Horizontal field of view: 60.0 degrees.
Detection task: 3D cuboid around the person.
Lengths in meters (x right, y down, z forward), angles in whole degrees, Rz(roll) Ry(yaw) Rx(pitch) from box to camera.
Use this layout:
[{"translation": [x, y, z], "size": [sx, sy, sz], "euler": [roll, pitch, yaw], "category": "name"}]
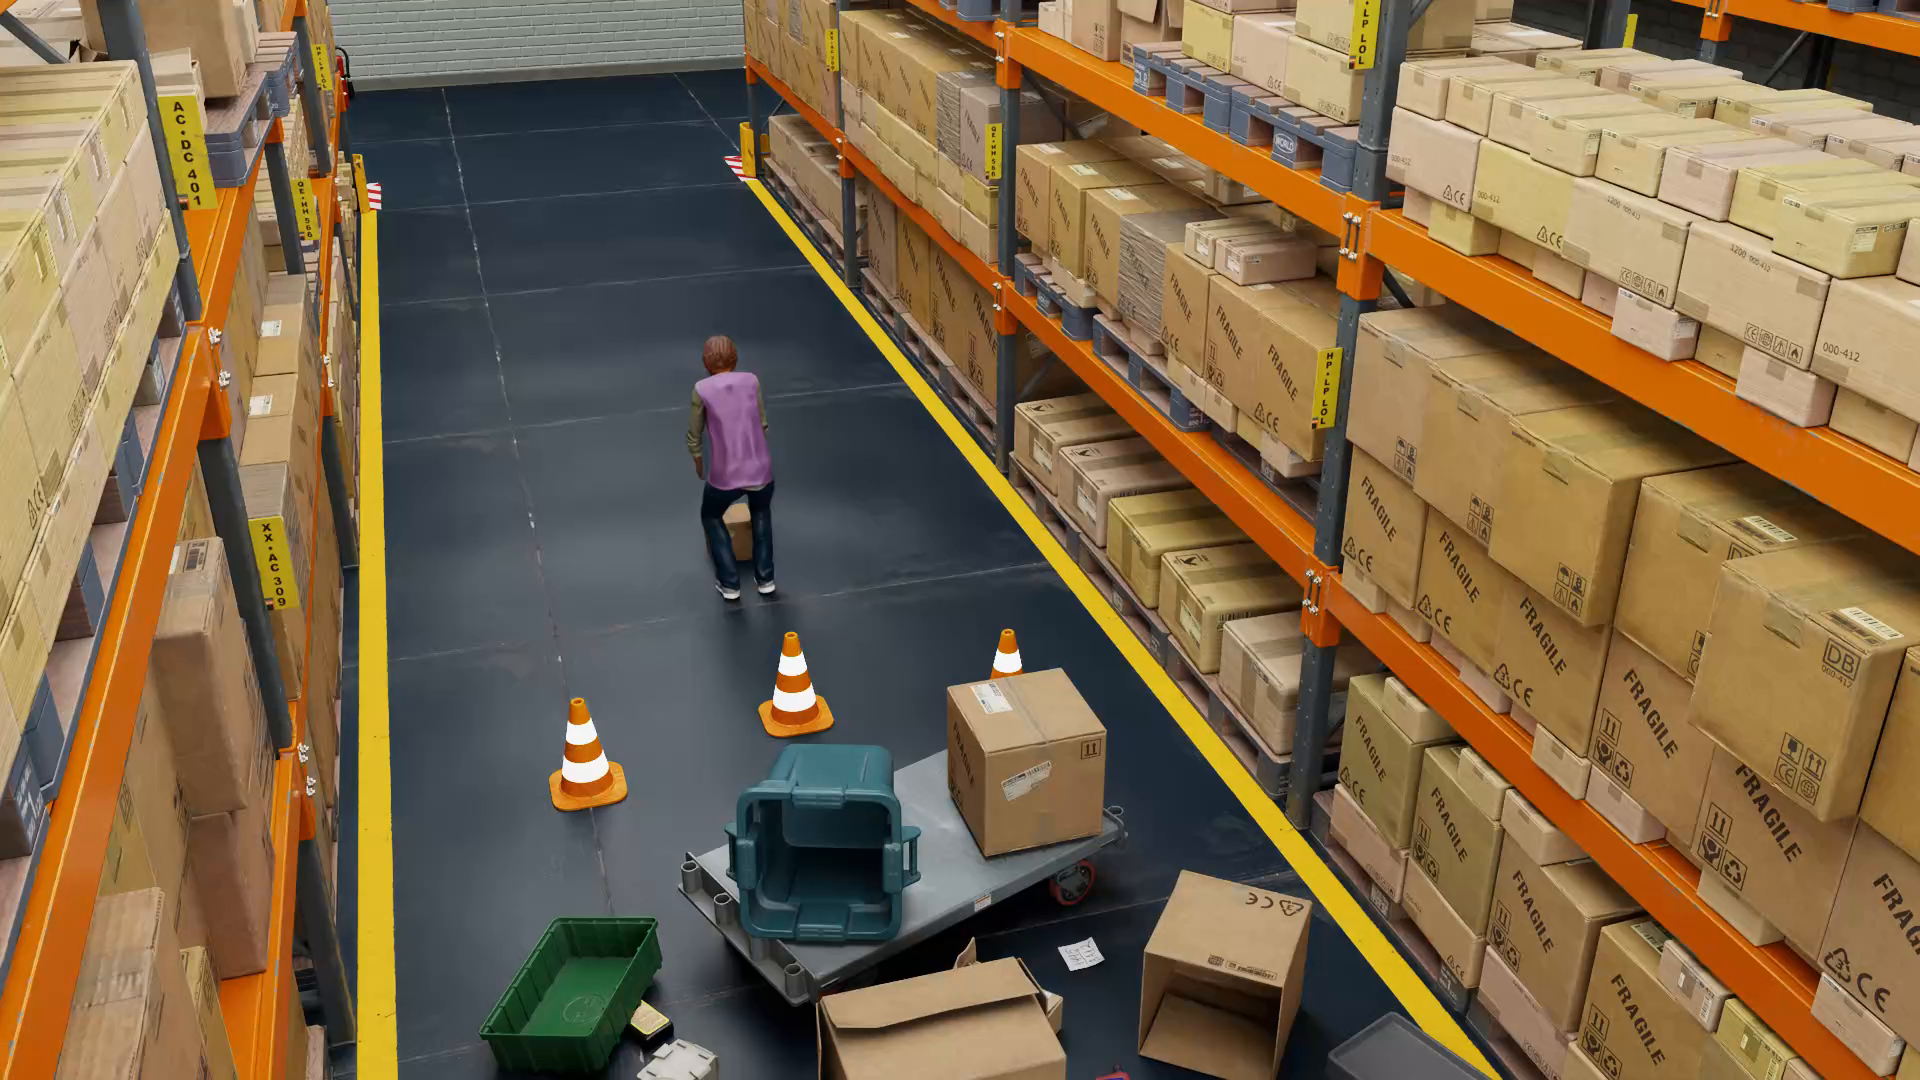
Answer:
[{"translation": [-1.240, -0.363, 9.047], "size": [0.454, 1.429, 0.539], "euler": [-8, 28, -15], "category": "person"}]
